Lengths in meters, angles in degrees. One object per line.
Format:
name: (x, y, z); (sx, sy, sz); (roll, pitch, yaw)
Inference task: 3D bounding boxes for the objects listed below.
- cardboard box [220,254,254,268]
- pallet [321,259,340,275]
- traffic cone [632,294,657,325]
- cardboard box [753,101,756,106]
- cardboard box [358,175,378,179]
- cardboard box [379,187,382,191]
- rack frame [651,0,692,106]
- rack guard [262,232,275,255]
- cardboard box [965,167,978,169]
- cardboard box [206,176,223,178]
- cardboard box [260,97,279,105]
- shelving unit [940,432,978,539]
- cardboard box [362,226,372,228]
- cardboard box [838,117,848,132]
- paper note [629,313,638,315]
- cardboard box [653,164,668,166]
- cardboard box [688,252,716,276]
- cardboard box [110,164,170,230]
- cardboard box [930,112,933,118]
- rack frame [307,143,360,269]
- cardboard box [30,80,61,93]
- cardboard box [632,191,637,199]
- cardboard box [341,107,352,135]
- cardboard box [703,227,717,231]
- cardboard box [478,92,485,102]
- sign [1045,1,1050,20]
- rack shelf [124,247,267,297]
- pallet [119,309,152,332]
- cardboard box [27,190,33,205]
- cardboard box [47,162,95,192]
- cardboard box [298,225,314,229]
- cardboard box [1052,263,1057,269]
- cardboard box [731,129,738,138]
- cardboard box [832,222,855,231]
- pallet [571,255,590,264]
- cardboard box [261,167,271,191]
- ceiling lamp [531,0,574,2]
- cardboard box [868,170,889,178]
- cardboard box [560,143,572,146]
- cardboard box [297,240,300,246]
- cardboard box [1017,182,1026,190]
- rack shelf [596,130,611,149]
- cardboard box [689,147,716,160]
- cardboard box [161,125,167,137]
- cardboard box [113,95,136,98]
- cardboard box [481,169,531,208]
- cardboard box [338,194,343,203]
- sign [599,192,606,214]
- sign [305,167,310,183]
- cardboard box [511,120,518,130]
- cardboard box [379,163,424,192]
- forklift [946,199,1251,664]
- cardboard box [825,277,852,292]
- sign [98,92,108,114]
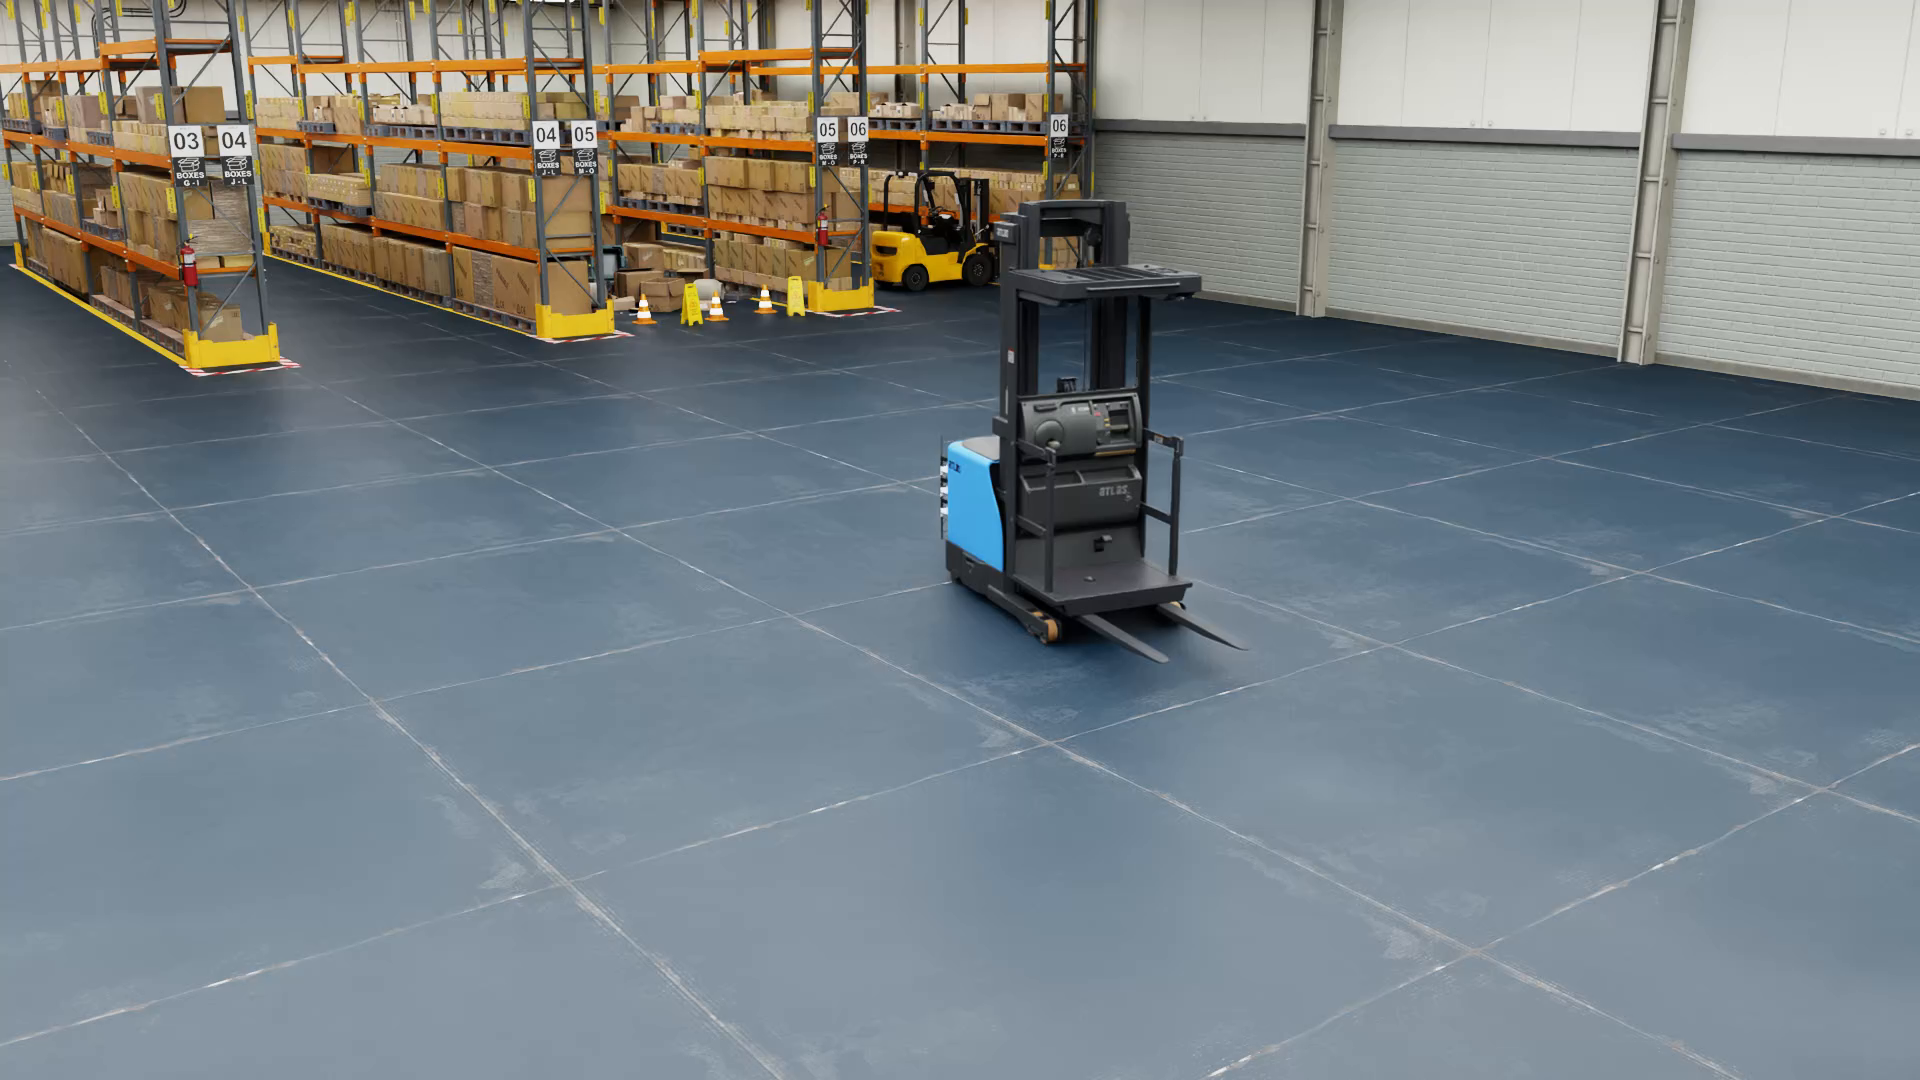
cardboard box: (-9.987, -3.858, 22.967); (0.380, 0.149, 0.250); (-11, 19, -35)
pallet: (-12.538, -5.681, 34.434); (1.003, 0.211, 1.213); (-11, 19, -35)
traffic cone: (-5.105, -3.740, 26.865); (0.336, 0.463, 0.334); (-11, 19, -35)
cardboard box: (-4.717, -10.184, 38.849); (0.380, 0.149, 0.250); (-11, 19, -35)
cardboard box: (-11.837, -7.227, 33.352); (0.380, 0.149, 0.250); (-12, 19, -37)
cardboard box: (-11.088, -6.812, 32.398); (0.380, 0.149, 0.250); (-12, 19, -36)
rack frame: (-7.391, -12.501, 42.705); (1.000, 3.000, 0.127); (-11, 19, -35)
rack guard: (-15.304, -6.825, 38.064); (1.175, 0.500, 0.348); (-11, 19, -35)
cardboard box: (0.210, -7.469, 33.700); (0.380, 0.149, 0.250); (-11, 19, -36)
cardboard box: (-10.699, -4.930, 23.759); (0.500, 0.500, 0.500); (-11, 19, -35)
cardboard box: (-15.107, -9.623, 36.454); (0.380, 0.149, 0.250); (-11, 19, -35)
shelving unit: (-0.005, -0.436, 13.964); (0.258, 0.900, 0.210); (-11, 19, -35)
cardboard box: (-11.741, -6.209, 33.598); (0.500, 0.250, 0.500); (-12, 19, -37)
cardboard box: (-2.077, -7.087, 28.324); (0.500, 0.250, 0.500); (-11, 19, -36)
paper note: (-5.465, -3.787, 27.856); (0.144, 0.017, 0.142); (-4, 16, -15)
cardboard box: (-5.895, -7.360, 33.736); (0.500, 0.500, 0.500); (-11, 19, -35)
cardboard box: (-4.659, -5.321, 32.016); (0.950, 0.372, 0.625); (-11, 19, -34)
cardboard box: (-12.718, -5.419, 26.262); (1.000, 1.000, 1.000); (-11, 19, -34)
cardboard box: (-0.676, -8.833, 34.477); (0.380, 0.149, 0.250); (-11, 19, -35)
rack frame: (-12.997, -7.192, 34.673); (1.000, 3.000, 0.127); (-11, 19, -35)
cardboard box: (-17.616, -8.753, 32.099); (0.500, 0.250, 0.500); (-12, 20, -38)
cardboard box: (-6.397, -6.980, 33.577); (0.380, 0.149, 0.250); (-12, 20, -38)
cardboard box: (-11.491, -8.021, 31.827); (0.500, 0.500, 0.500); (-11, 19, -35)
cardboard box: (-6.027, -8.049, 41.742); (0.700, 0.500, 0.500); (-12, 19, -37)
cardboard box: (-7.311, -6.936, 26.034); (0.380, 0.149, 0.250); (-11, 19, -34)
sign: (1.569, -9.492, 29.792); (0.100, 0.325, 0.005); (-11, 19, -35)
rack shelf: (-11.189, -3.962, 24.232); (1.077, 0.370, 4.000); (-11, 19, -35)
pallet: (-12.824, -3.557, 26.672); (1.003, 0.211, 1.213); (-11, 19, -35)
cardboard box: (-18.147, -6.788, 32.915); (0.500, 0.250, 0.500); (-10, 18, -33)
cardboard box: (-16.686, -6.841, 31.299); (0.797, 0.503, 0.637); (-11, 19, -36)
cardboard box: (-14.731, -7.025, 37.538); (0.380, 0.149, 0.250); (-10, 18, -33)
cardboard box: (1.484, -5.119, 31.509); (0.500, 0.250, 0.500); (-11, 19, -34)
cardboard box: (-3.905, -7.335, 29.988); (0.380, 0.149, 0.250); (-10, 18, -33)
cardboard box: (-2.029, -5.403, 28.612); (0.380, 0.149, 0.250); (-11, 19, -34)
pallet: (-7.816, -6.224, 36.415); (1.003, 0.211, 1.213); (-11, 19, -35)
cardboard box: (-15.308, -8.099, 37.234); (0.500, 0.500, 0.500); (-10, 18, -32)
ceiling lamp: (-10.851, -15.528, 42.706); (2.000, 3.185, 0.800); (-11, 19, -35)
cardboard box: (-1.740, -7.832, 35.592); (0.380, 0.149, 0.250); (-11, 19, -35)
cardboard box: (-9.028, -8.933, 37.721); (0.380, 0.149, 0.250); (-11, 19, -35)
cardboard box: (-14.155, -6.472, 36.082); (0.380, 0.149, 0.250); (-12, 19, -37)
cardboard box: (1.308, -6.698, 31.447); (0.380, 0.149, 0.250); (-10, 18, -34)
rack shelf: (-7.876, -8.655, 35.697); (1.077, 0.370, 4.000); (-11, 19, -35)
cardboard box: (-6.460, -9.582, 41.702); (0.500, 0.500, 0.500); (-10, 18, -33)
cardboard box: (-10.428, -5.459, 22.187); (0.380, 0.149, 0.250); (-11, 19, -35)
cardboard box: (-13.645, -7.047, 27.323); (0.500, 0.500, 0.500); (-10, 18, -34)
cardboard box: (-7.162, -5.645, 26.690); (0.875, 0.550, 0.500); (-11, 19, -35)
cardboard box: (-11.906, -6.673, 32.455); (0.380, 0.149, 0.250); (-12, 19, -37)
sign: (-5.489, -5.171, 25.496); (0.100, 0.325, 0.005); (-11, 19, -35)
sign: (-13.431, -7.524, 34.245); (0.100, 0.325, 0.005); (-11, 19, -35)
cardboard box: (-6.558, -6.279, 25.143); (0.380, 0.149, 0.250); (-11, 19, -34)
cardboard box: (-10.389, -6.771, 31.051); (0.700, 0.500, 0.500); (-11, 19, -35)
forklift: (0.951, -0.830, 11.558); (1.130, 2.935, 3.031); (-7, 17, -23)
cardboard box: (-2.247, -4.511, 29.290); (0.500, 0.250, 0.500); (-11, 19, -35)
sign: (-12.811, -6.535, 24.863); (0.100, 0.325, 0.005); (-11, 19, -35)
